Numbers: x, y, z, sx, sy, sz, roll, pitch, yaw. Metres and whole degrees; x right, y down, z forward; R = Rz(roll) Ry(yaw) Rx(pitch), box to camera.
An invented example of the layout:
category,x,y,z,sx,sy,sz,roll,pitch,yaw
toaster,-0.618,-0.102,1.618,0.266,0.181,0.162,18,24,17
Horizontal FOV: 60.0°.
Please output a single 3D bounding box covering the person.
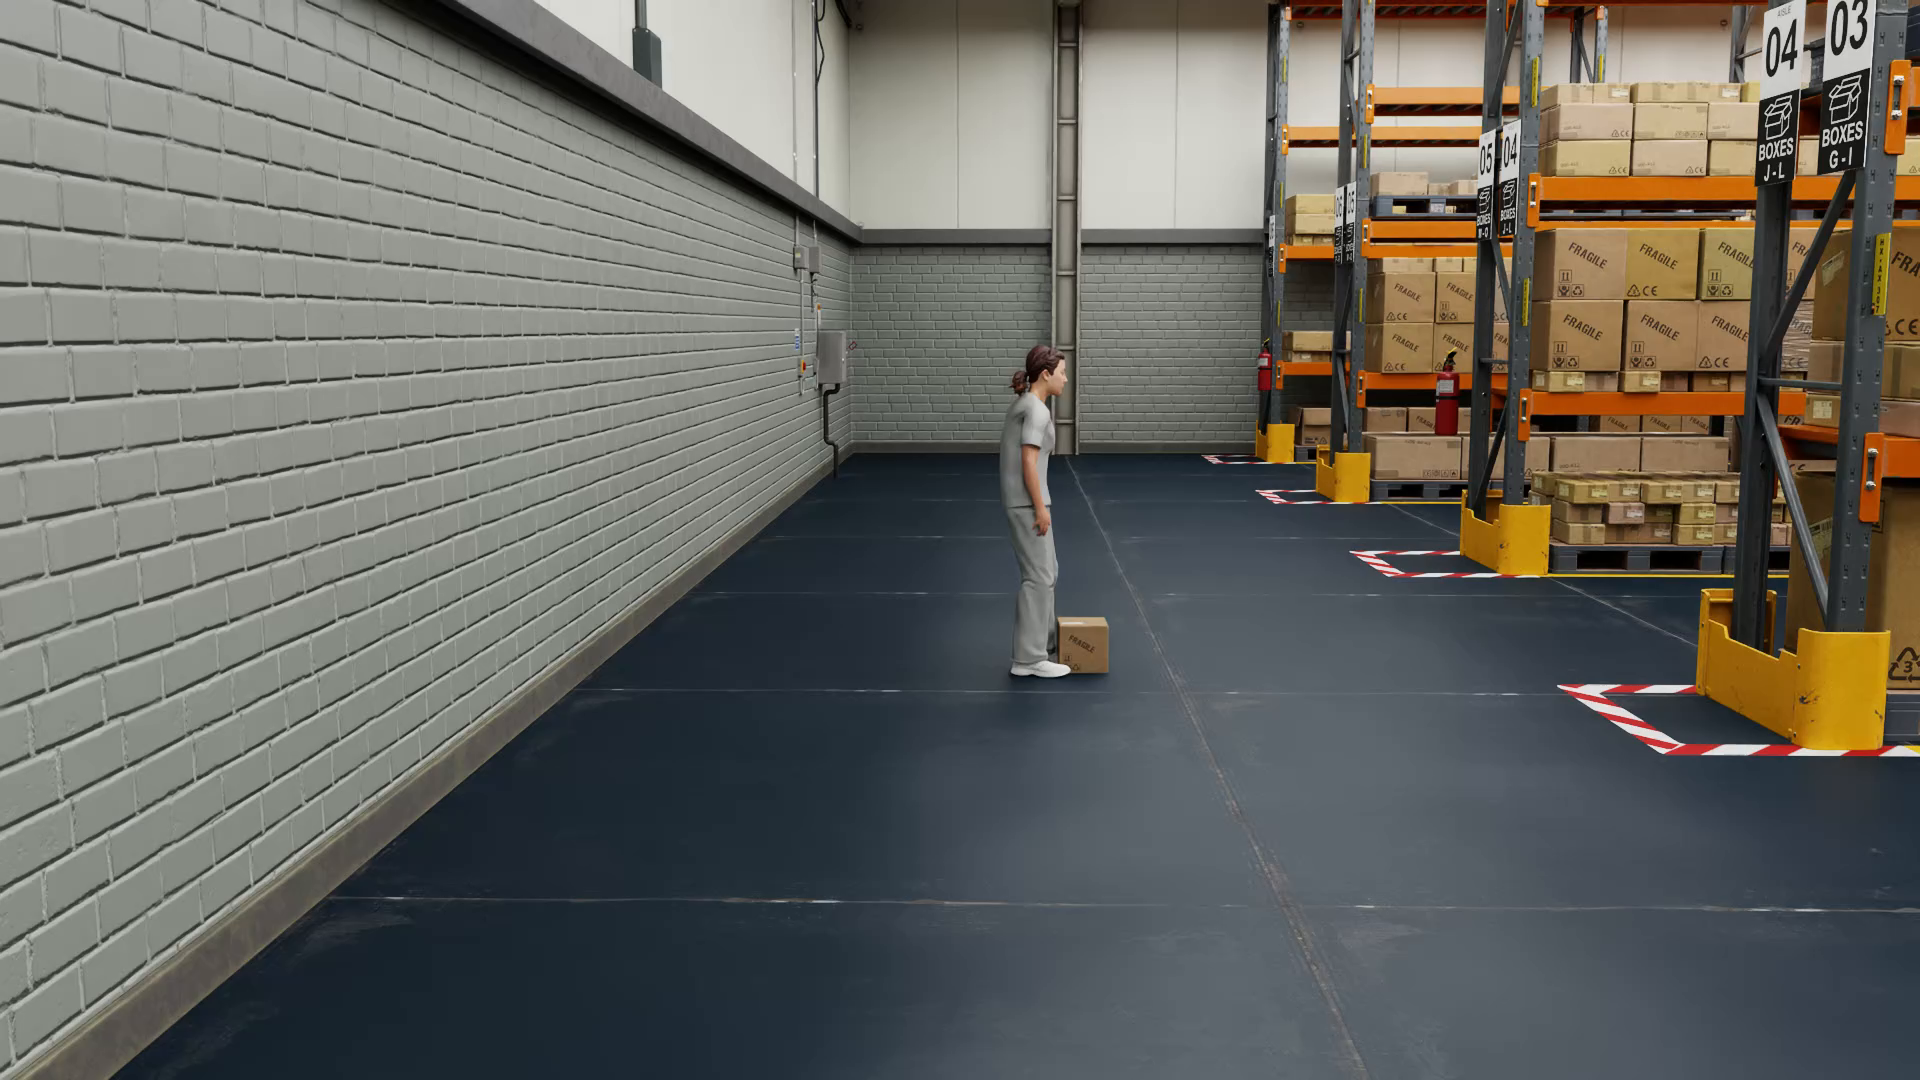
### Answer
category,x,y,z,sx,sy,sz,roll,pitch,yaw
person,0.410,-0.159,8.528,0.416,1.671,0.502,0,7,-2
